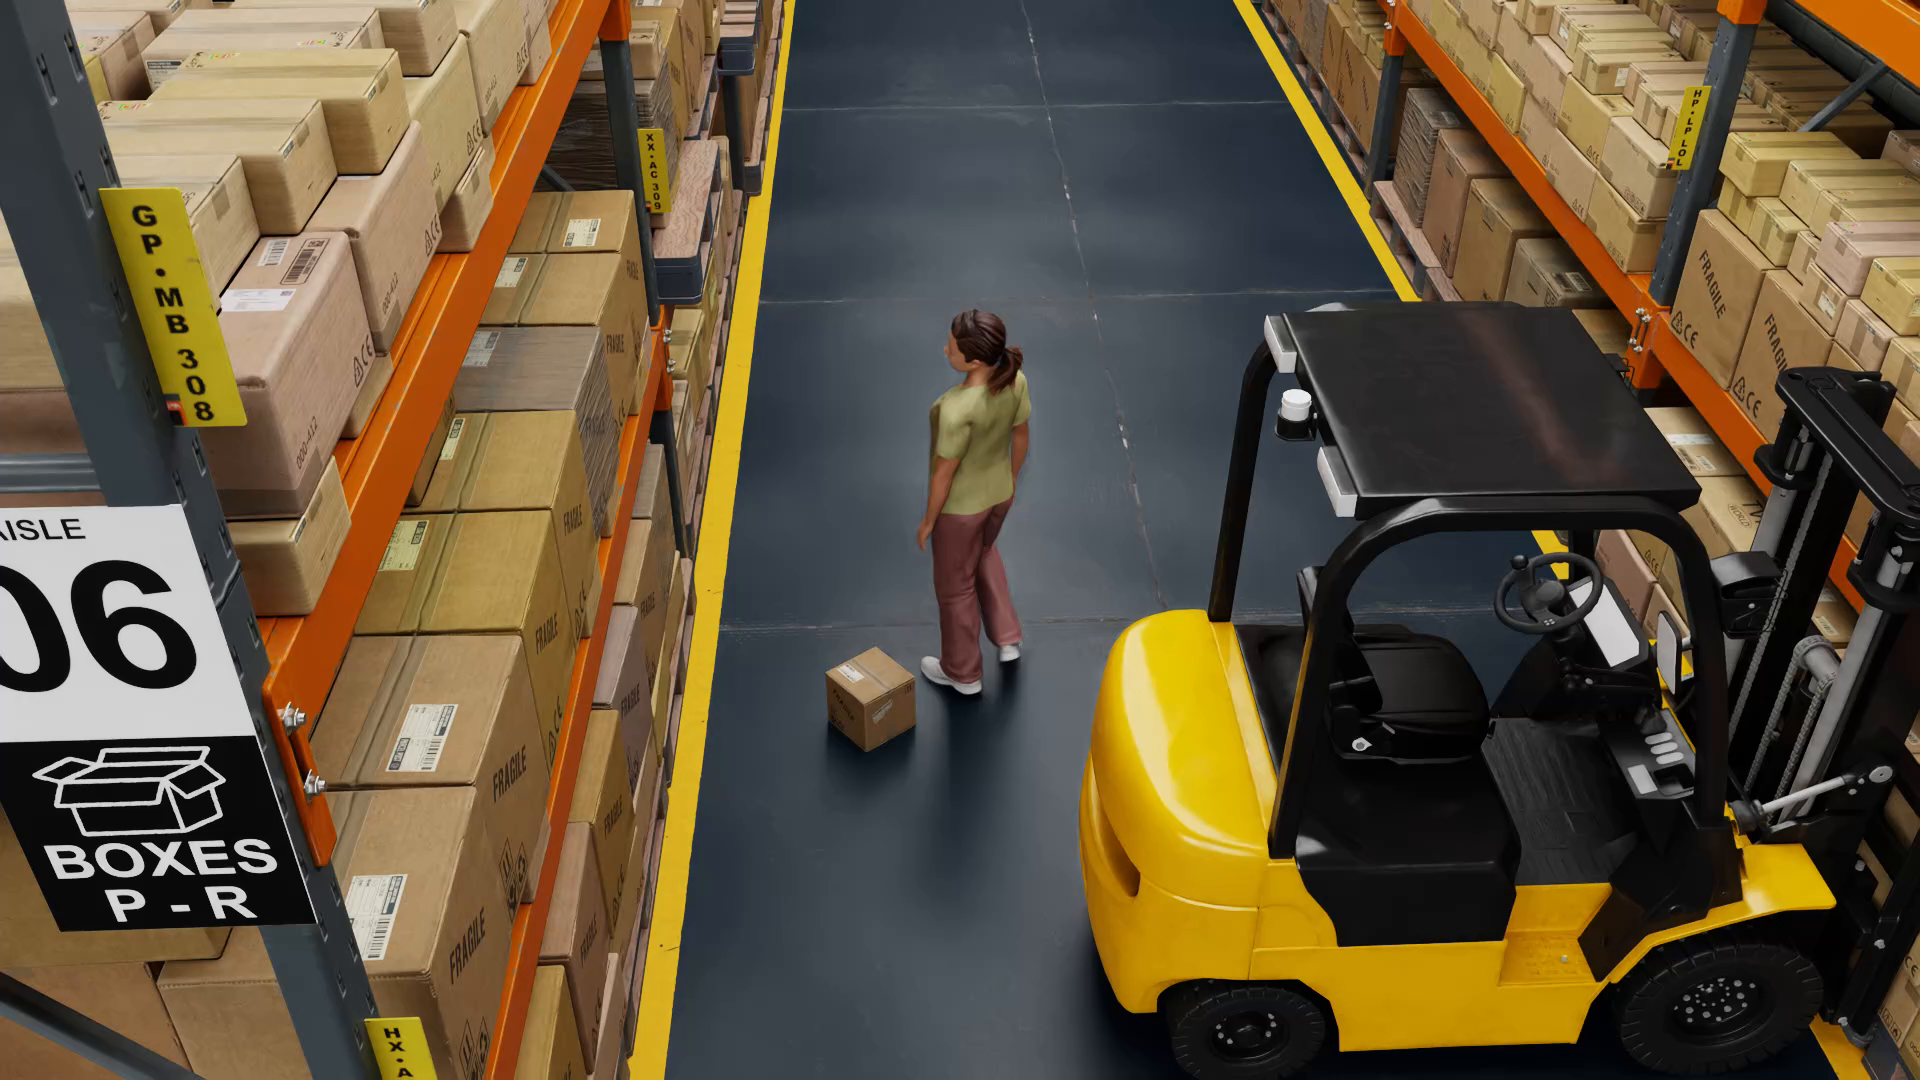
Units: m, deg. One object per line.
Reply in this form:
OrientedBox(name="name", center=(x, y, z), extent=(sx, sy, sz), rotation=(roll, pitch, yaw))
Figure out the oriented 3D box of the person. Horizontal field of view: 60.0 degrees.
OrientedBox(name="person", center=(0.046, -0.140, 6.337), extent=(0.521, 1.680, 0.401), rotation=(-30, 45, -35))
